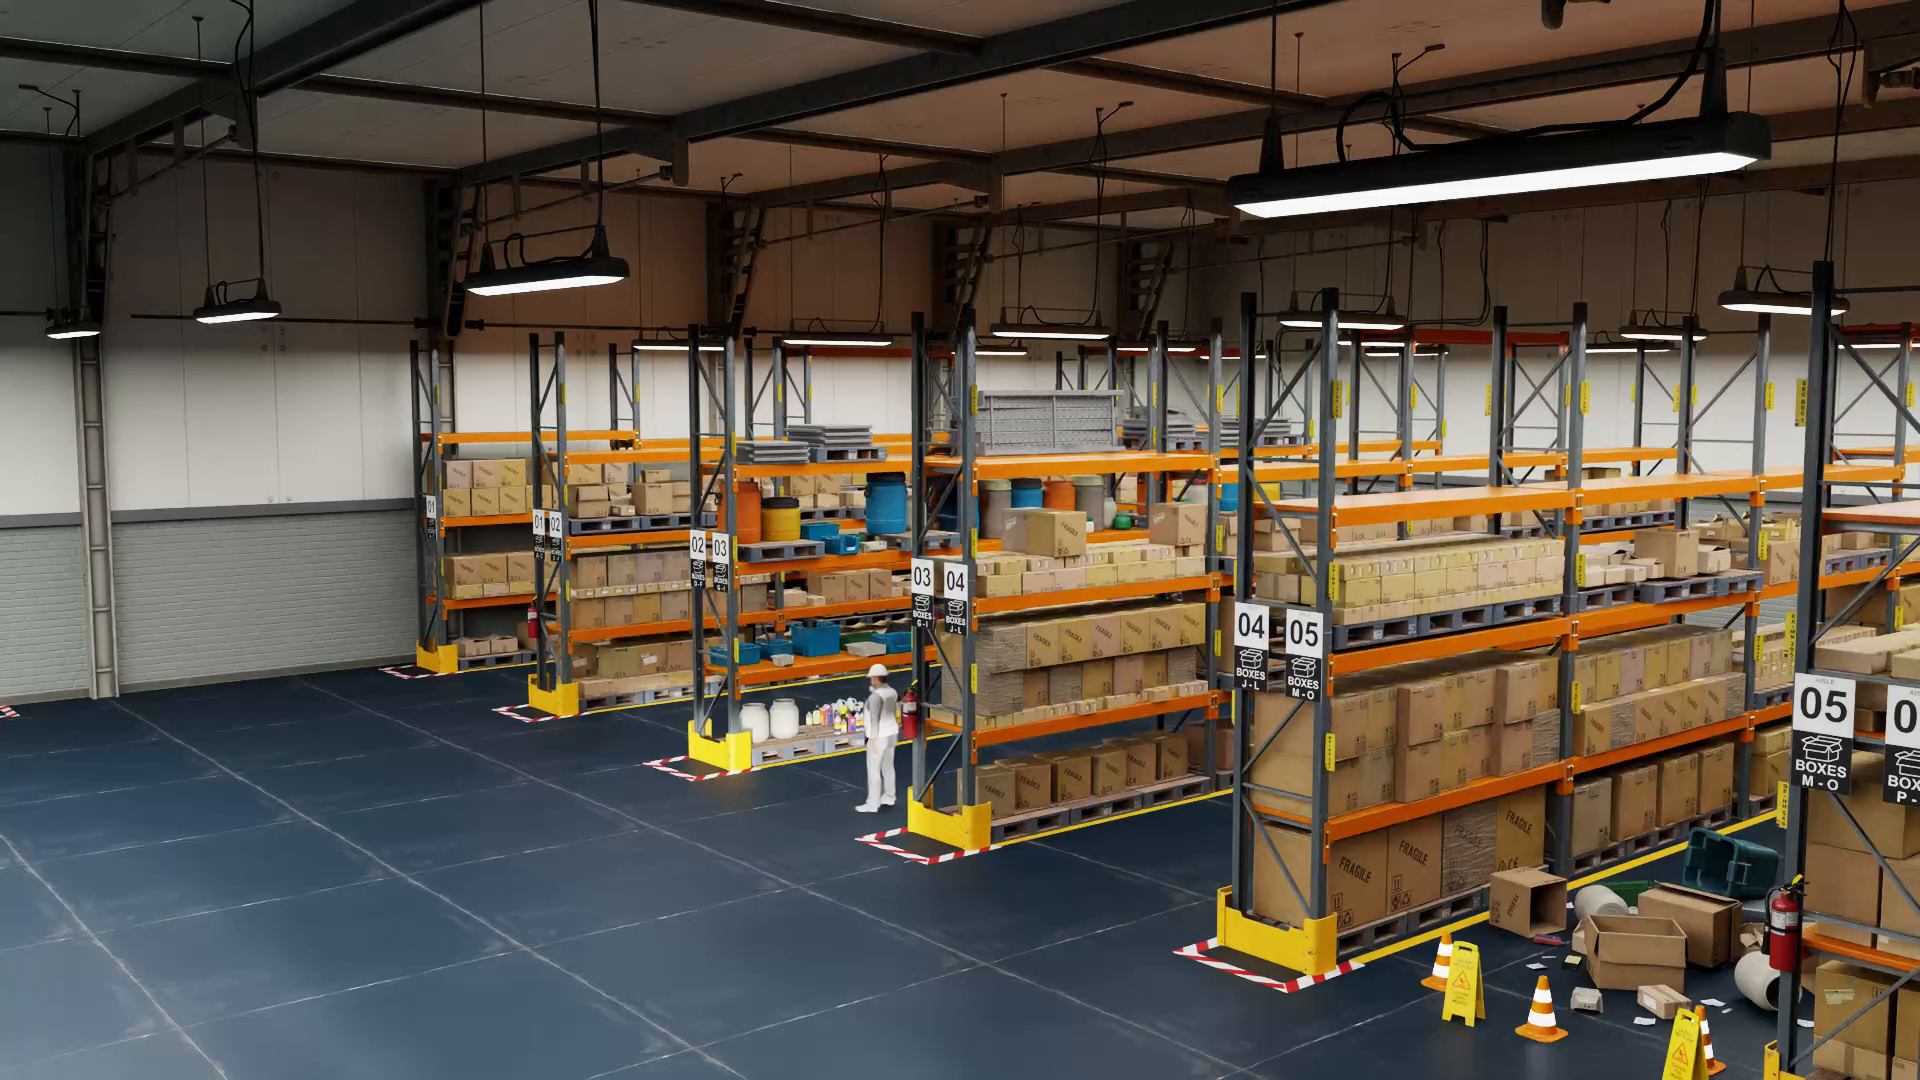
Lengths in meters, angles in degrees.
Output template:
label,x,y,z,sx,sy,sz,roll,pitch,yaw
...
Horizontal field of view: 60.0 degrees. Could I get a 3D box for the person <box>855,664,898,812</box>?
label,x,y,z,sx,sy,sz,roll,pitch,yaw
person,-0.986,2.400,20.309,0.404,1.769,0.619,3,6,31
